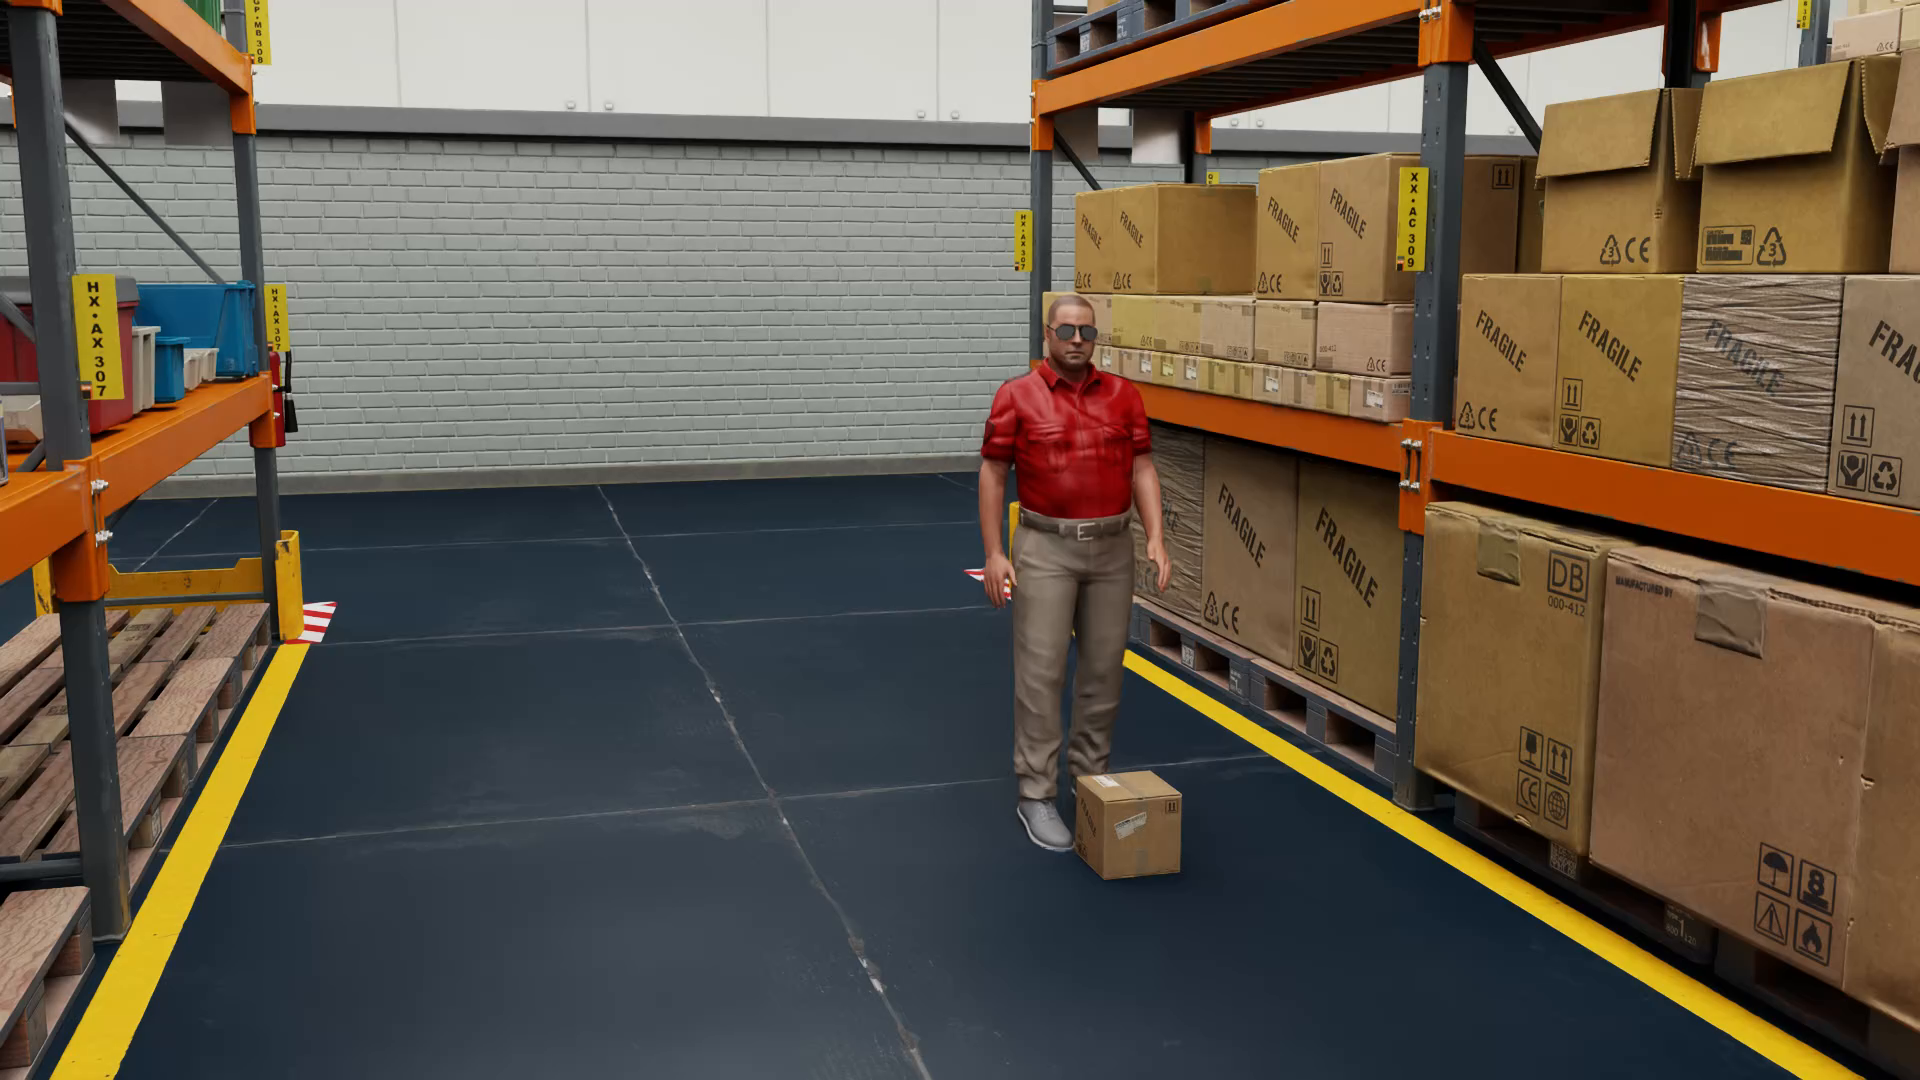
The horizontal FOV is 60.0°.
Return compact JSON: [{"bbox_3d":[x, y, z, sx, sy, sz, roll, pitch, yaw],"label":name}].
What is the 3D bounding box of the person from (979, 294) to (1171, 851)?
[{"bbox_3d":[0.396,0.088,5.400,0.590,1.751,0.514,-3,10,-16],"label":"person"}]
